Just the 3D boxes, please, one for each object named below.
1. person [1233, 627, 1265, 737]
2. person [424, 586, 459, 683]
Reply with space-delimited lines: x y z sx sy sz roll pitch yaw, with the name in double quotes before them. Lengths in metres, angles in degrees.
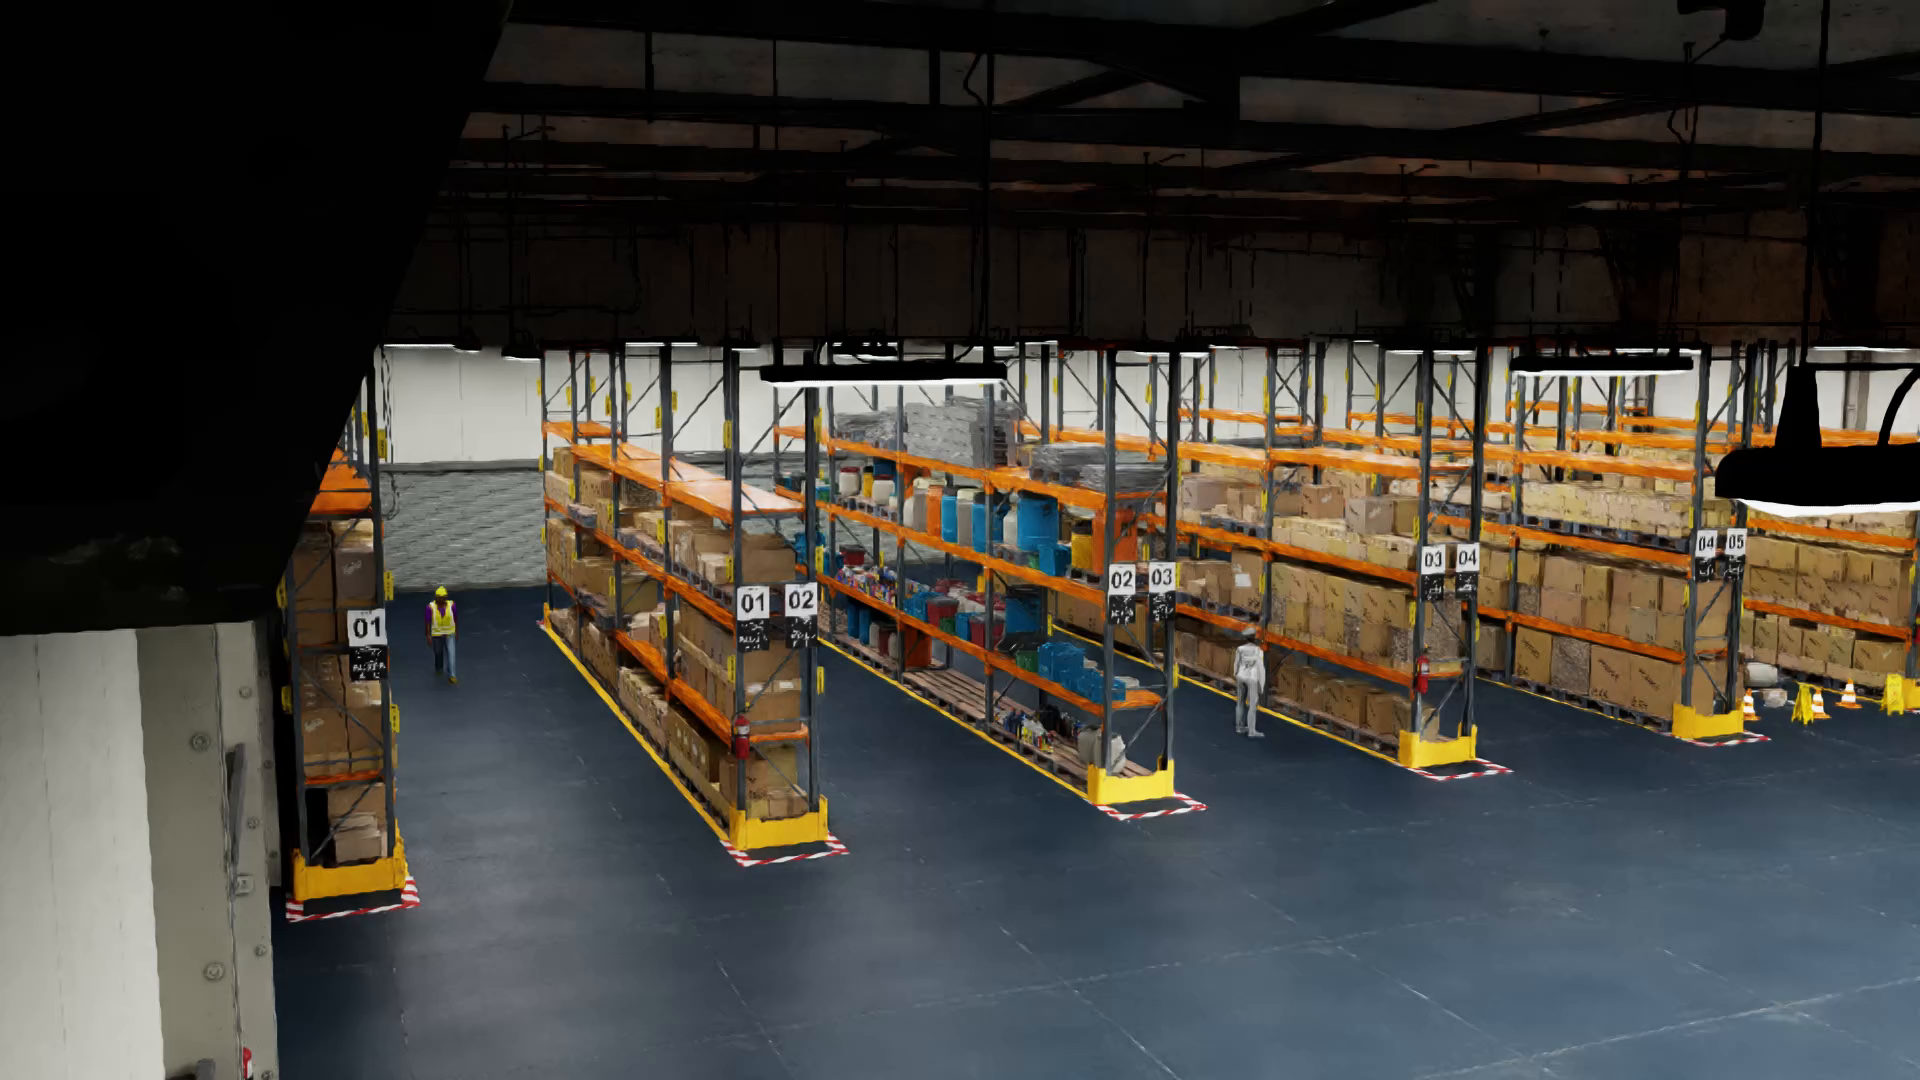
"person" 4.460 2.172 25.571 0.537 1.677 0.416 5 9 36
"person" -9.187 1.653 29.494 0.577 1.691 1.121 -3 8 -19
